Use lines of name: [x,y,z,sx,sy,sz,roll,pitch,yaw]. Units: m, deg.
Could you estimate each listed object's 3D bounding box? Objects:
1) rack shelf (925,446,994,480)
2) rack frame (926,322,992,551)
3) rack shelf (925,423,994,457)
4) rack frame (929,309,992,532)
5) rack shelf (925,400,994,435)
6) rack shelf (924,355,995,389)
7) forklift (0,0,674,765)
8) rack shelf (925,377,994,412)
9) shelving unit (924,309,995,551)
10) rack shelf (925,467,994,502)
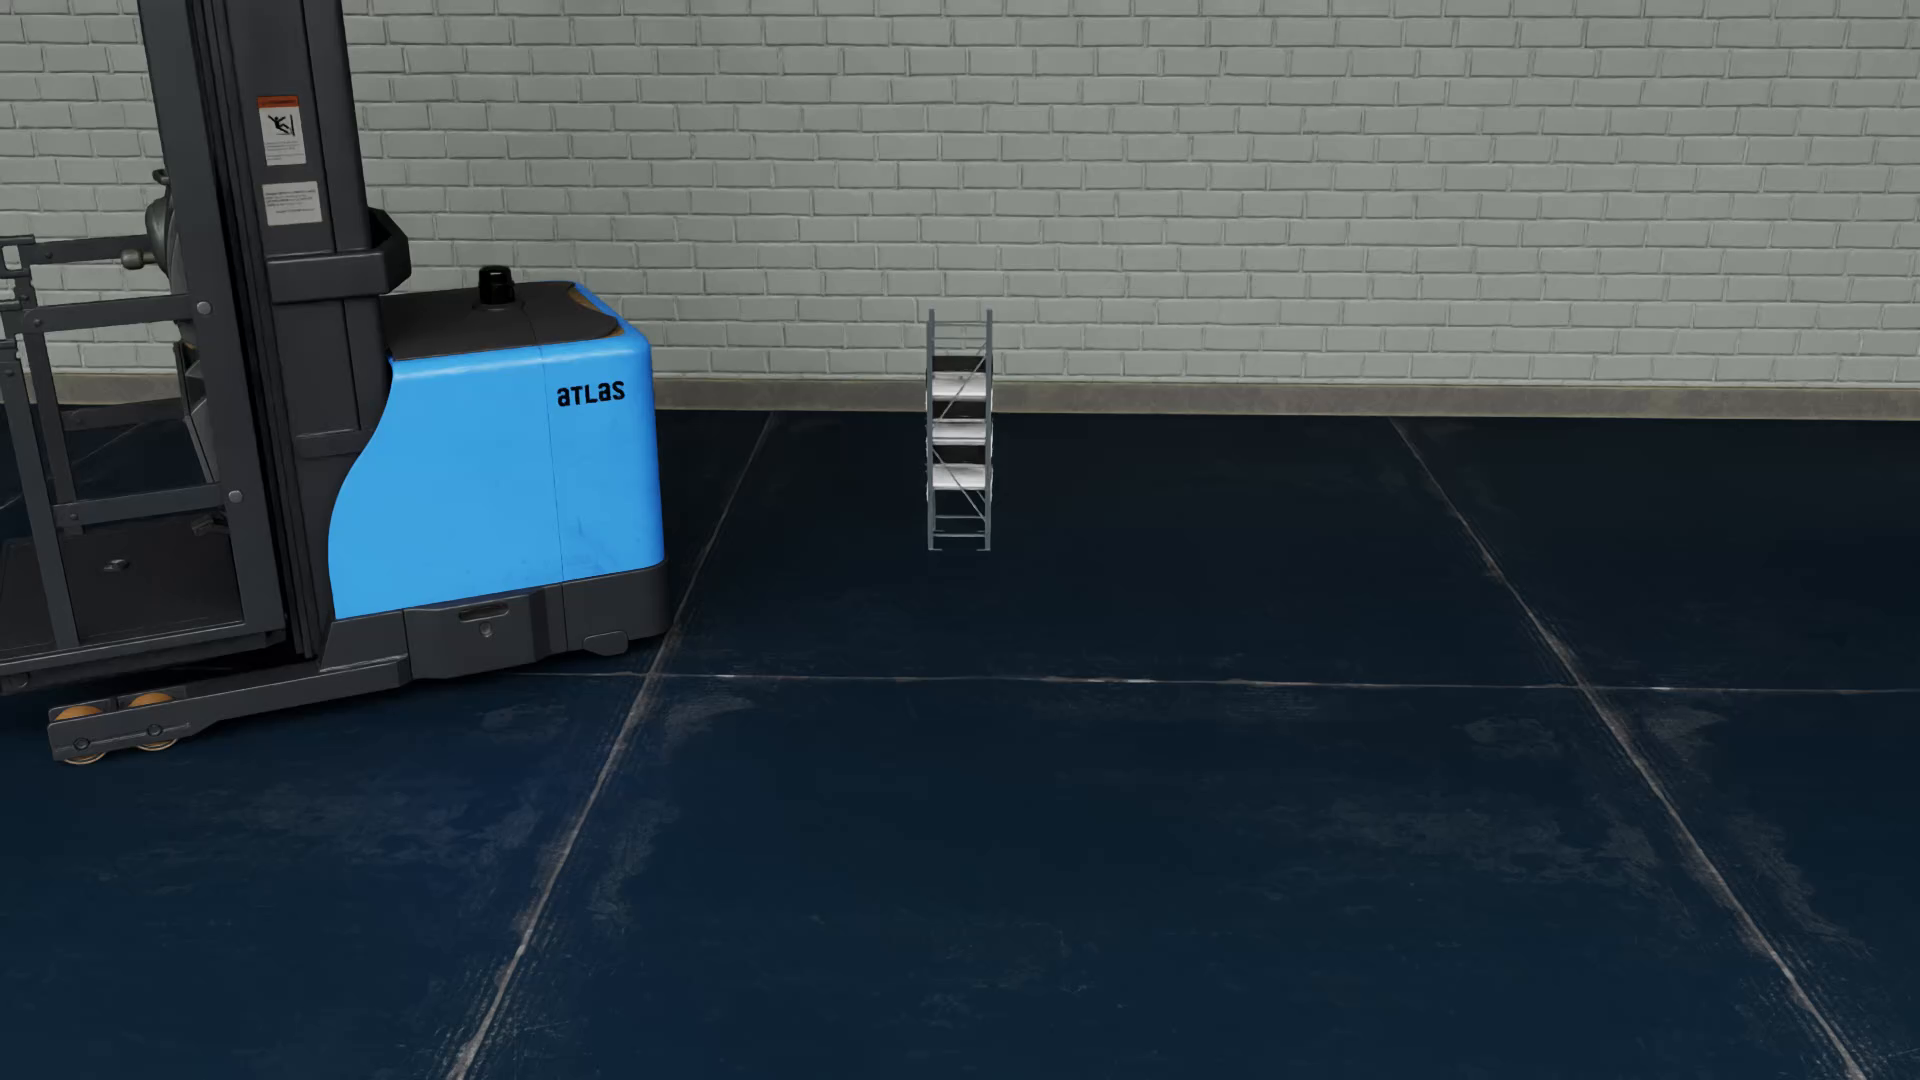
rack shelf: [0.000,-0.302,6.403,0.258,0.077,0.200,1,21,2]
rack frame: [-0.003,-0.380,6.264,0.240,0.900,0.006,1,21,2]
rack shelf: [0.000,-0.386,6.371,0.258,0.077,0.200,1,21,2]
rack frame: [0.003,-0.453,6.453,0.240,0.900,0.006,1,21,2]
rack shelf: [0.000,-0.469,6.338,0.258,0.077,0.200,1,21,2]
rack shelf: [0.000,-0.637,6.273,0.258,0.077,0.200,1,21,2]
forklift: [-2.522,-0.930,4.875,3.031,2.935,1.130,-10,23,-24]
rack shelf: [0.000,-0.553,6.306,0.258,0.077,0.200,1,21,2]
shelving unit: [0.000,-0.417,6.359,0.258,0.900,0.210,1,21,2]
rack shelf: [0.000,-0.218,6.436,0.258,0.077,0.200,1,21,2]
